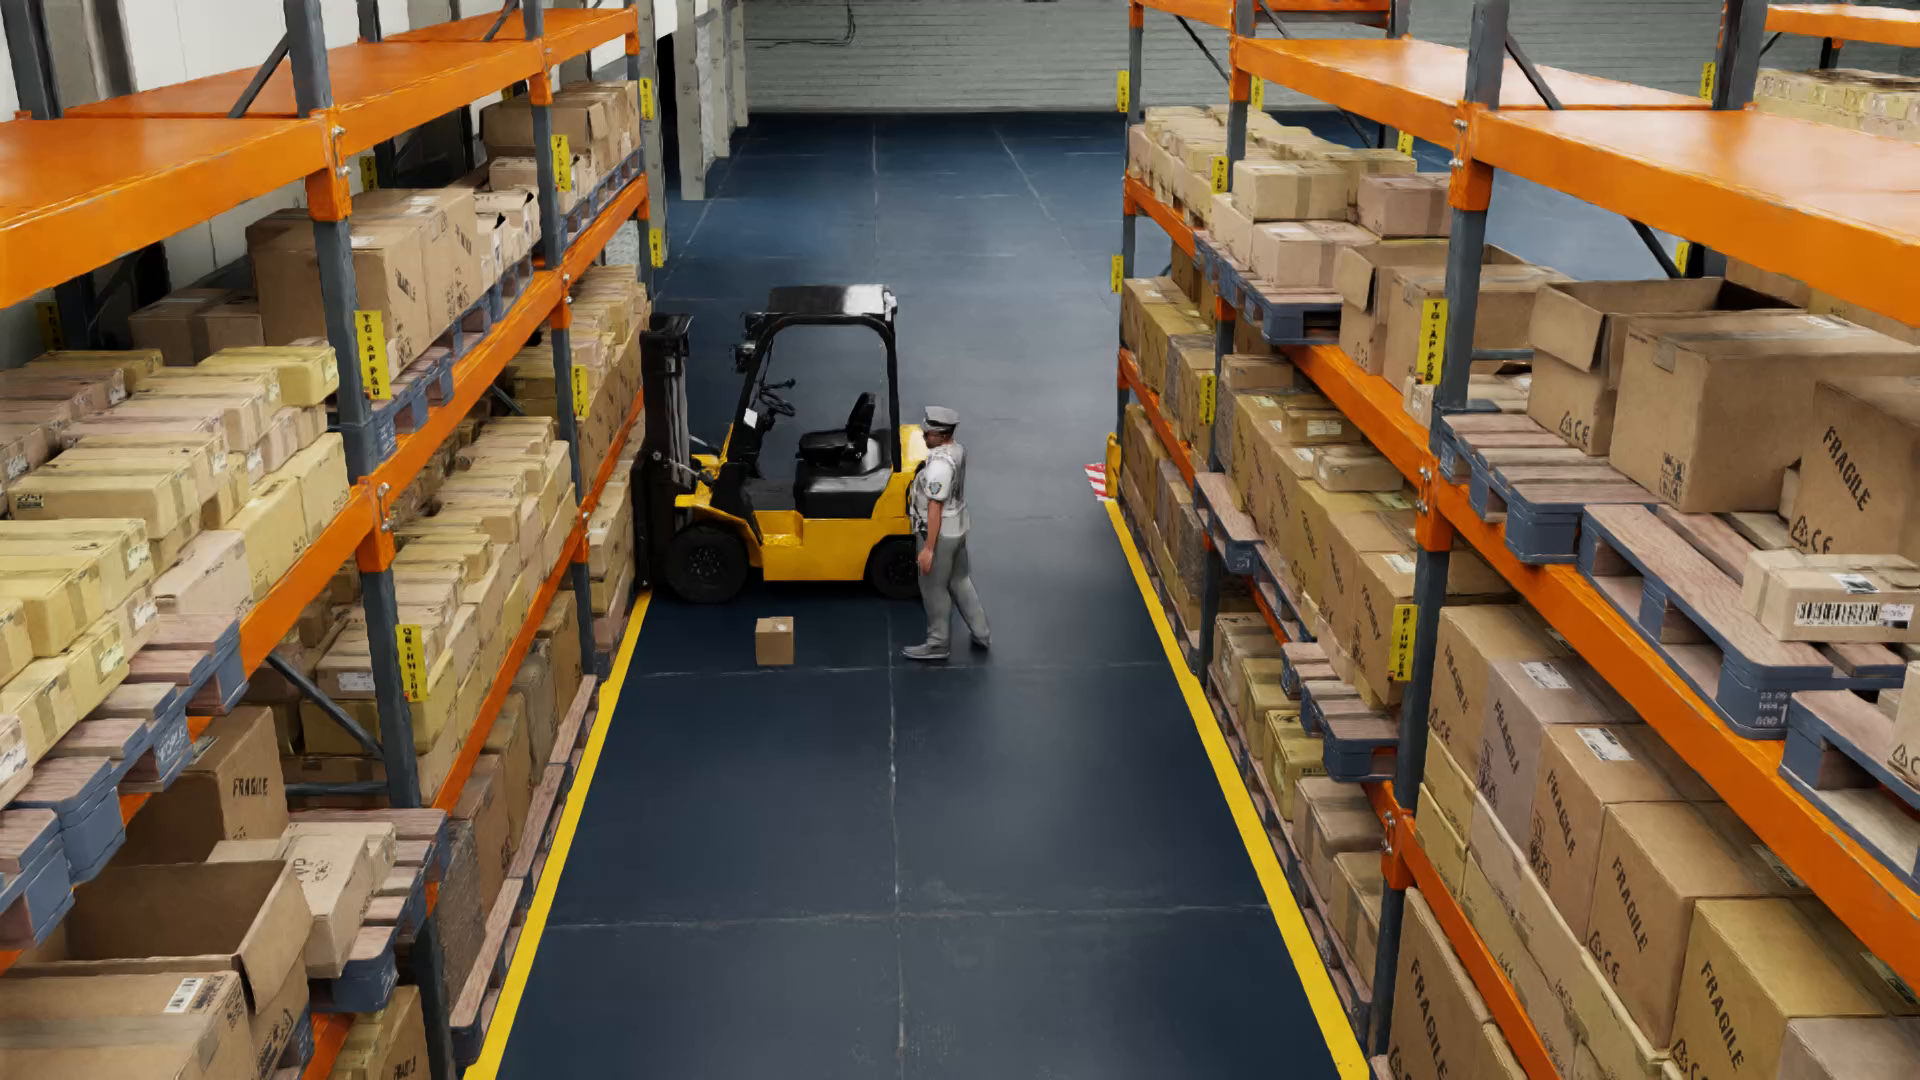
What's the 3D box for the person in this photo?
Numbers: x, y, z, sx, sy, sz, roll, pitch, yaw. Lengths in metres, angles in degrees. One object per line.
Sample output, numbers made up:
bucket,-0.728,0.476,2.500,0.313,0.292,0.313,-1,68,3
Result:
person,-0.091,-0.045,11.169,0.564,1.750,0.759,6,21,15
